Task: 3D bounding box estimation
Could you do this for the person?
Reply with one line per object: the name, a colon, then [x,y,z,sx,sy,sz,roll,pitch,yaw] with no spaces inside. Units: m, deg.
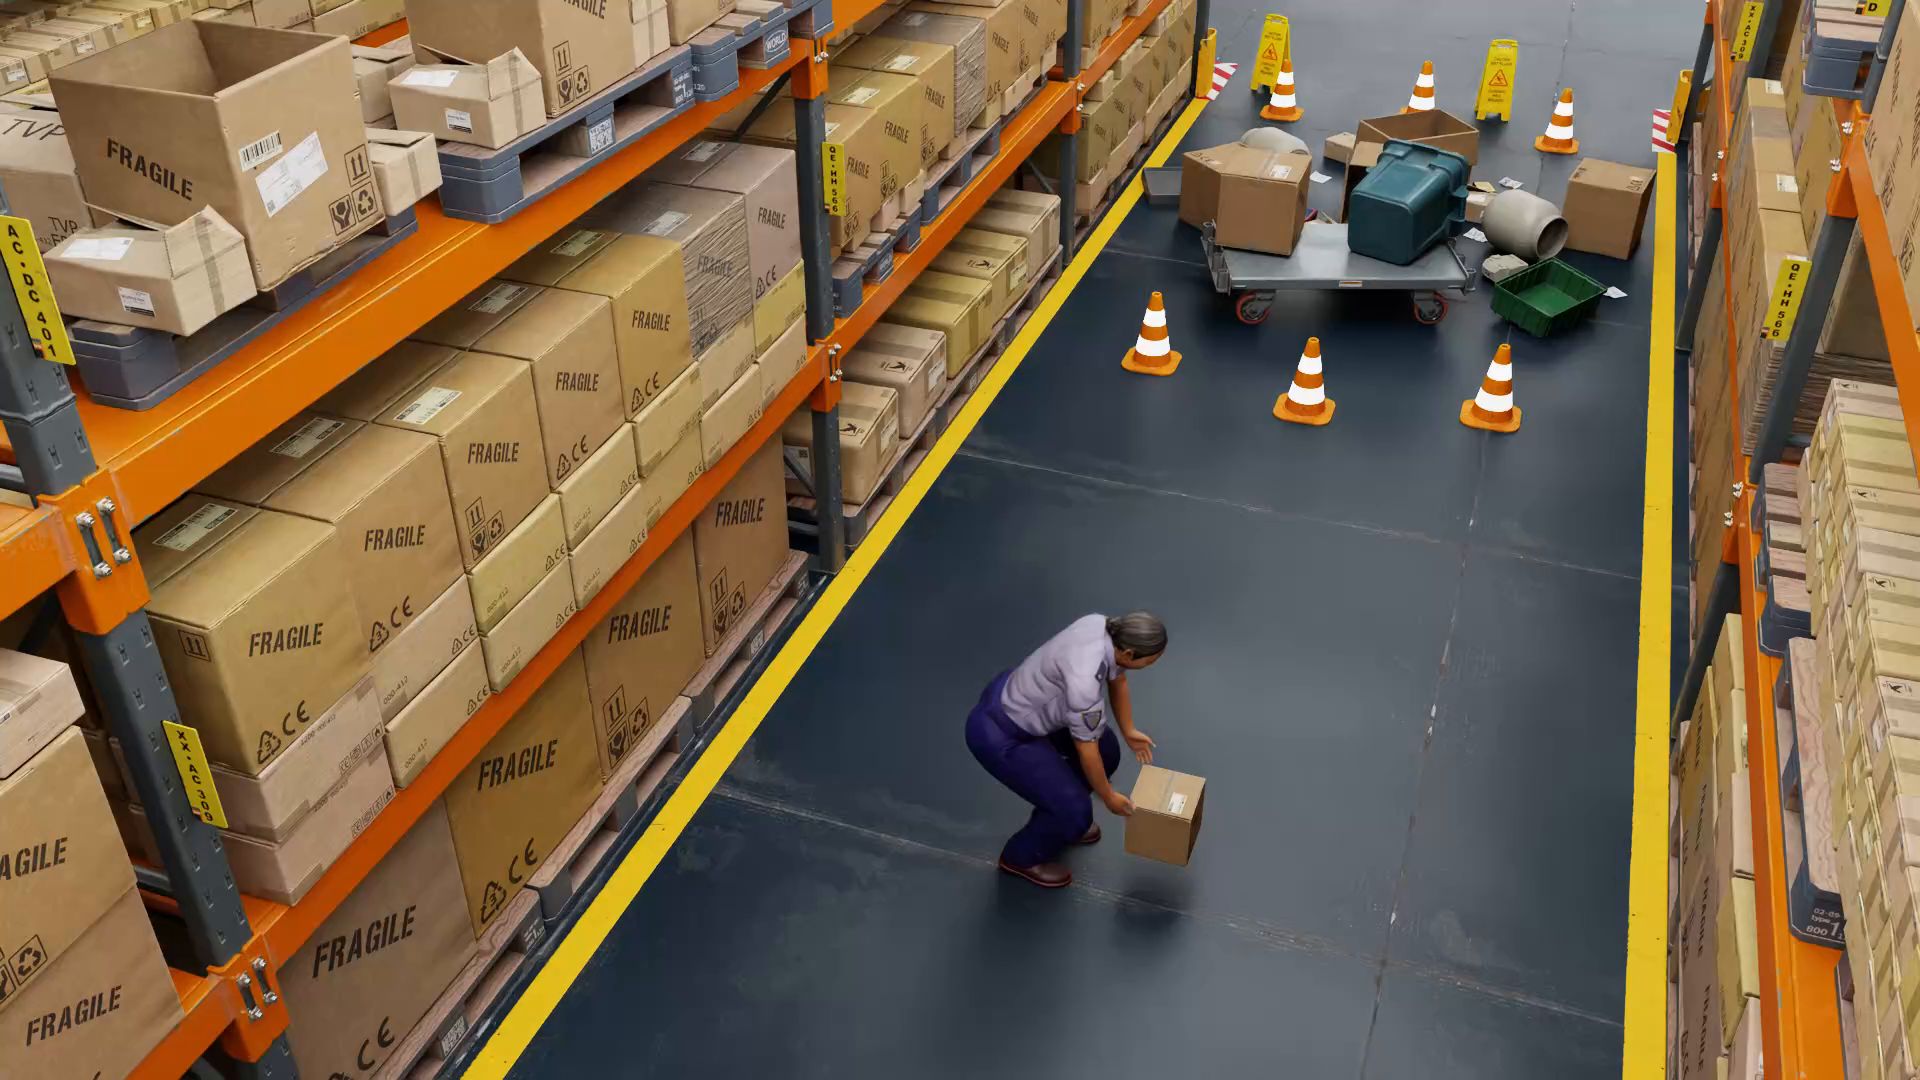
person: [0.407,0.741,6.419,0.727,1.230,0.540,11,35,16]
